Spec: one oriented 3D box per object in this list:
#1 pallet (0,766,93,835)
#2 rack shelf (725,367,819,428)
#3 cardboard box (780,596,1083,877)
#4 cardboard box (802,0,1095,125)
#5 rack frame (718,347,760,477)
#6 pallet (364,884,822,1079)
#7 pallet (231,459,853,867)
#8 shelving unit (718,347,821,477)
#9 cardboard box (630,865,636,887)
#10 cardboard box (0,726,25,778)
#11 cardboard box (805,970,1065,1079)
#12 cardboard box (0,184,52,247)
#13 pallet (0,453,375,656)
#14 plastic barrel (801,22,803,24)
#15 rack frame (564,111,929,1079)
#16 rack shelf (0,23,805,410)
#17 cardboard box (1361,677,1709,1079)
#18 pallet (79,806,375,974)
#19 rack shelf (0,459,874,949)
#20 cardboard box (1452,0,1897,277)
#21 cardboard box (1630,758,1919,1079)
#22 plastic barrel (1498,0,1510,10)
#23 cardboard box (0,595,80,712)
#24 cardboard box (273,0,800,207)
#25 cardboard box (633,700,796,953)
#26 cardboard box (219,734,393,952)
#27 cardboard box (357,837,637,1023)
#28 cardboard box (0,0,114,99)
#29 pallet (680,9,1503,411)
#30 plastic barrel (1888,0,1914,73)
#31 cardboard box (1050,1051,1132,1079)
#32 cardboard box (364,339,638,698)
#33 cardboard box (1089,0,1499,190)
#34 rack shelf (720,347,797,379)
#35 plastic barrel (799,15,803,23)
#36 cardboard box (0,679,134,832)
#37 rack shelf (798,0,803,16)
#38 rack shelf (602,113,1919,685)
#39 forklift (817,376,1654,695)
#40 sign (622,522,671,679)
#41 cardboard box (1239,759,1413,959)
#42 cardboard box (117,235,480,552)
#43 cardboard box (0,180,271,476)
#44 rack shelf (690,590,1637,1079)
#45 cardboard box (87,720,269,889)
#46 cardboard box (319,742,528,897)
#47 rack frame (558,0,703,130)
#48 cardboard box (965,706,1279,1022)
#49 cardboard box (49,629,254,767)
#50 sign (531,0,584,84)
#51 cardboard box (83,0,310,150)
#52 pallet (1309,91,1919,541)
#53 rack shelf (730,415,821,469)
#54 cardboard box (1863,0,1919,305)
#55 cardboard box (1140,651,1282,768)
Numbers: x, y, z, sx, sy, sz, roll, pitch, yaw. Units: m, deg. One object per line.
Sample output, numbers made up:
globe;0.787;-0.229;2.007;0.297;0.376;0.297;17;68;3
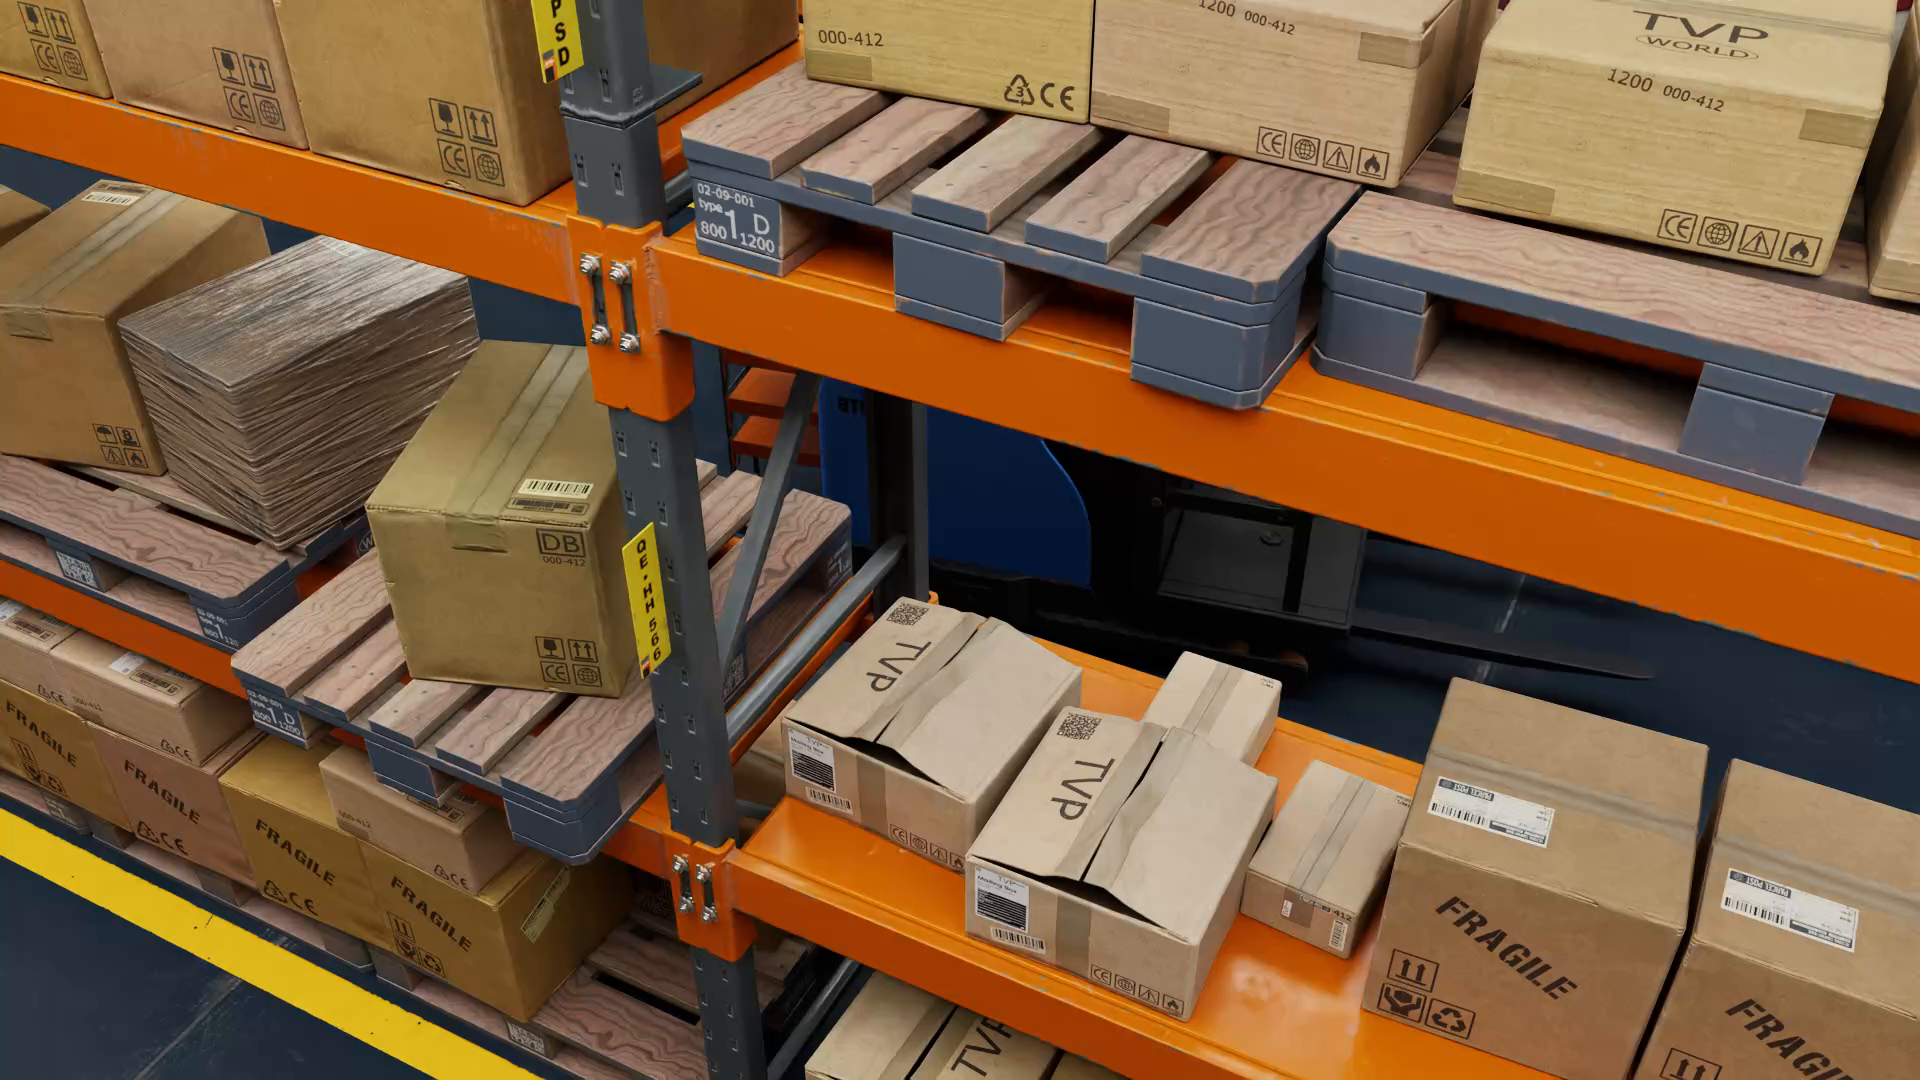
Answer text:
pallet;-3.174;0.460;5.970;1.213;0.211;1.003;17;41;21
rack shelf;-0.651;-0.534;6.573;0.480;0.148;0.258;10;38;13
cardboard box;-0.059;0.415;3.796;0.500;0.311;0.500;20;42;24
cardboard box;0.067;-0.951;2.818;0.500;0.250;0.500;14;40;18
rack frame;-0.884;-0.631;6.588;0.015;1.200;0.240;10;38;13
pallet;-1.007;1.138;5.076;1.213;0.211;1.003;17;41;21
pallet;-0.996;0.181;4.189;1.003;0.211;1.213;17;41;21
shelving unit;-0.651;-0.588;6.532;0.503;1.200;0.258;10;38;13
cardboard box;-1.102;0.653;5.112;0.500;0.500;0.500;16;40;20
cardboard box;-3.117;0.371;5.484;0.500;0.500;0.500;18;41;22
cardboard box;-0.032;1.263;4.068;0.500;0.311;0.500;19;41;23
cardboard box;-2.956;-0.655;4.702;0.500;0.500;0.700;24;43;28
pallet;-2.091;-0.207;4.700;1.213;0.211;1.003;17;41;21
plastic barrel;-0.528;-2.489;8.937;0.708;0.901;0.600;17;41;21
rack frame;-0.362;0.255;3.933;0.127;3.000;1.000;17;41;21
rack shelf;-2.138;-1.209;3.976;4.000;0.370;1.077;17;41;21
cardboard box;1.136;0.673;3.299;0.500;0.500;0.500;15;40;19
pallet;-2.086;0.798;5.524;1.213;0.211;1.003;17;41;21
rack shelf;-2.138;-0.014;4.883;4.000;0.370;1.077;17;41;21
cardboard box;1.044;-0.650;2.421;0.500;0.250;0.500;17;40;21
cardboard box;1.603;0.820;3.107;0.500;0.500;0.500;17;41;22
plastic barrel;2.471;-2.491;7.438;0.708;0.536;0.600;17;41;21
cardboard box;-2.708;0.208;5.078;0.500;0.250;0.500;17;41;22
cardboard box;-0.764;-1.083;3.132;0.500;0.500;0.910;17;41;21
cardboard box;-0.634;0.796;4.924;0.500;0.500;0.500;19;41;23
cardboard box;-1.759;0.798;4.922;0.500;0.500;0.500;16;40;20
cardboard box;-1.300;0.942;4.732;0.500;0.500;0.500;19;41;23
cardboard box;-1.679;-1.369;3.509;0.500;0.500;0.910;17;41;21
pallet;0.282;-0.724;2.898;1.003;0.211;1.213;19;41;24
plastic barrel;3.687;-2.053;6.861;0.433;0.535;0.433;0;37;0
cardboard box;0.439;1.405;3.882;0.500;0.311;0.500;16;40;20
cardboard box;-0.973;-0.066;3.927;0.500;0.500;0.700;5;37;6
cardboard box;0.541;-0.815;2.639;0.500;0.250;0.500;18;41;23
rack shelf;-0.651;-0.713;6.438;0.480;0.148;0.258;10;38;13
plastic barrel;-1.157;-2.686;9.196;0.708;0.901;0.600;17;41;21
cardboard box;-2.677;0.514;5.295;0.500;0.500;0.500;18;41;22
rack shelf;0.144;-2.673;8.385;4.000;0.370;1.077;17;41;21
rack shelf;1.414;-0.097;2.511;4.000;0.370;1.077;17;41;21
forklift;1.048;-0.969;5.602;3.031;2.935;1.130;10;38;13
sign;-0.603;0.120;3.219;0.005;0.325;0.100;17;41;21
cardboard box;0.797;0.680;3.581;0.250;0.149;0.380;20;42;25
cardboard box;-1.697;-0.423;4.397;0.500;0.500;0.700;26;44;30
cardboard box;-2.316;-0.606;4.637;0.500;0.500;0.700;8;38;10
rack shelf;1.414;1.098;3.418;4.000;0.370;1.077;17;41;21
cardboard box;-2.228;0.655;5.110;0.500;0.500;0.500;16;40;20
cardboard box;-1.352;0.630;4.523;0.500;0.250;0.500;19;41;23
rack frame;-0.362;-2.134;2.119;0.127;3.000;1.000;17;41;21
cardboard box;0.344;0.643;3.495;0.500;0.311;0.500;17;40;21
cardboard box;-2.262;0.347;4.895;0.500;0.250;0.500;17;40;21
sign;-0.613;-0.855;2.487;0.005;0.325;0.100;17;41;21
cardboard box;-1.217;-1.224;3.318;0.500;0.500;0.910;17;41;21
pallet;1.277;-0.414;2.490;1.213;0.211;1.003;19;41;24
rack shelf;-0.651;-0.376;6.693;0.480;0.148;0.258;10;38;13
cardboard box;1.521;-0.499;2.223;0.500;0.250;0.500;14;39;18
cardboard box;0.564;0.457;3.875;0.250;0.149;0.380;17;41;21
